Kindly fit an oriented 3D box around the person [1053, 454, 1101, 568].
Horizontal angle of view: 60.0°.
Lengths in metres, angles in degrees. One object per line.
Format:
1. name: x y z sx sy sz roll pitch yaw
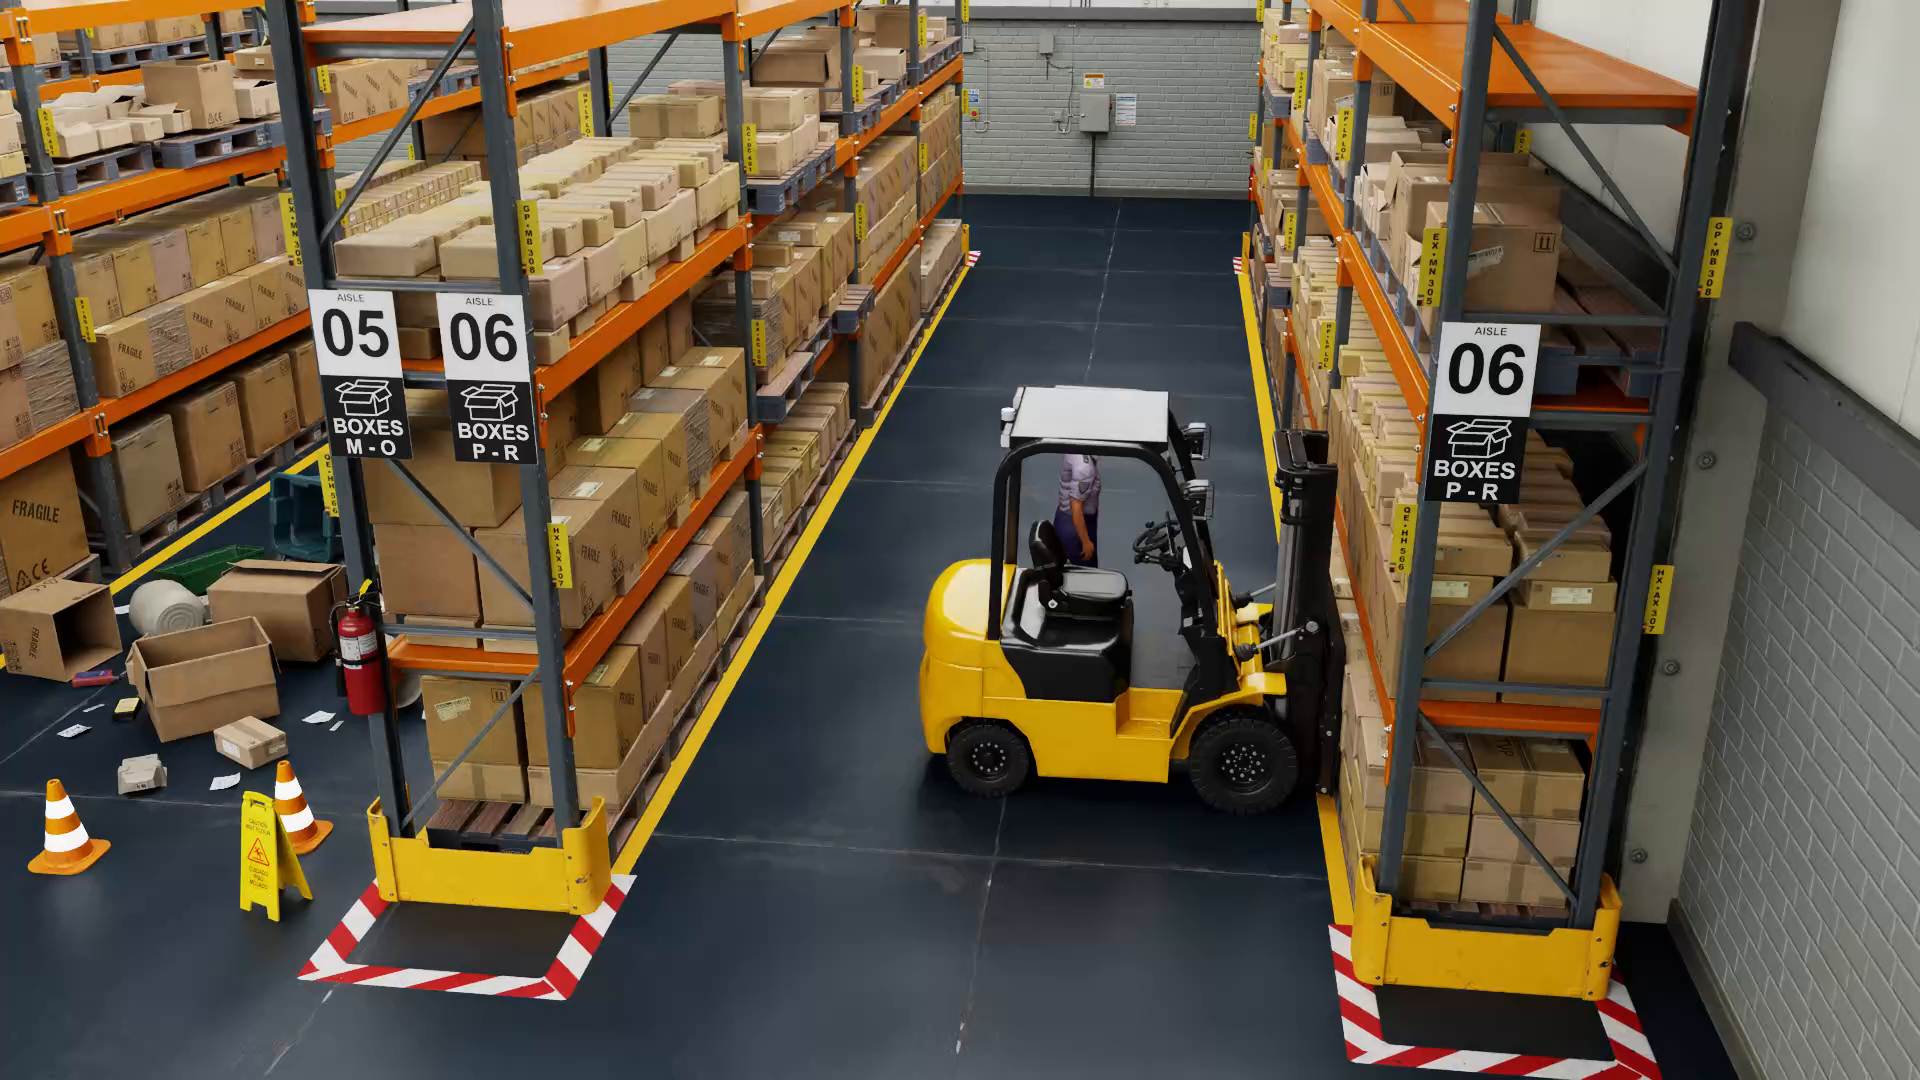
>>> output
1. person: 0.811 -0.049 11.218 0.368 1.653 0.563 1 21 4
